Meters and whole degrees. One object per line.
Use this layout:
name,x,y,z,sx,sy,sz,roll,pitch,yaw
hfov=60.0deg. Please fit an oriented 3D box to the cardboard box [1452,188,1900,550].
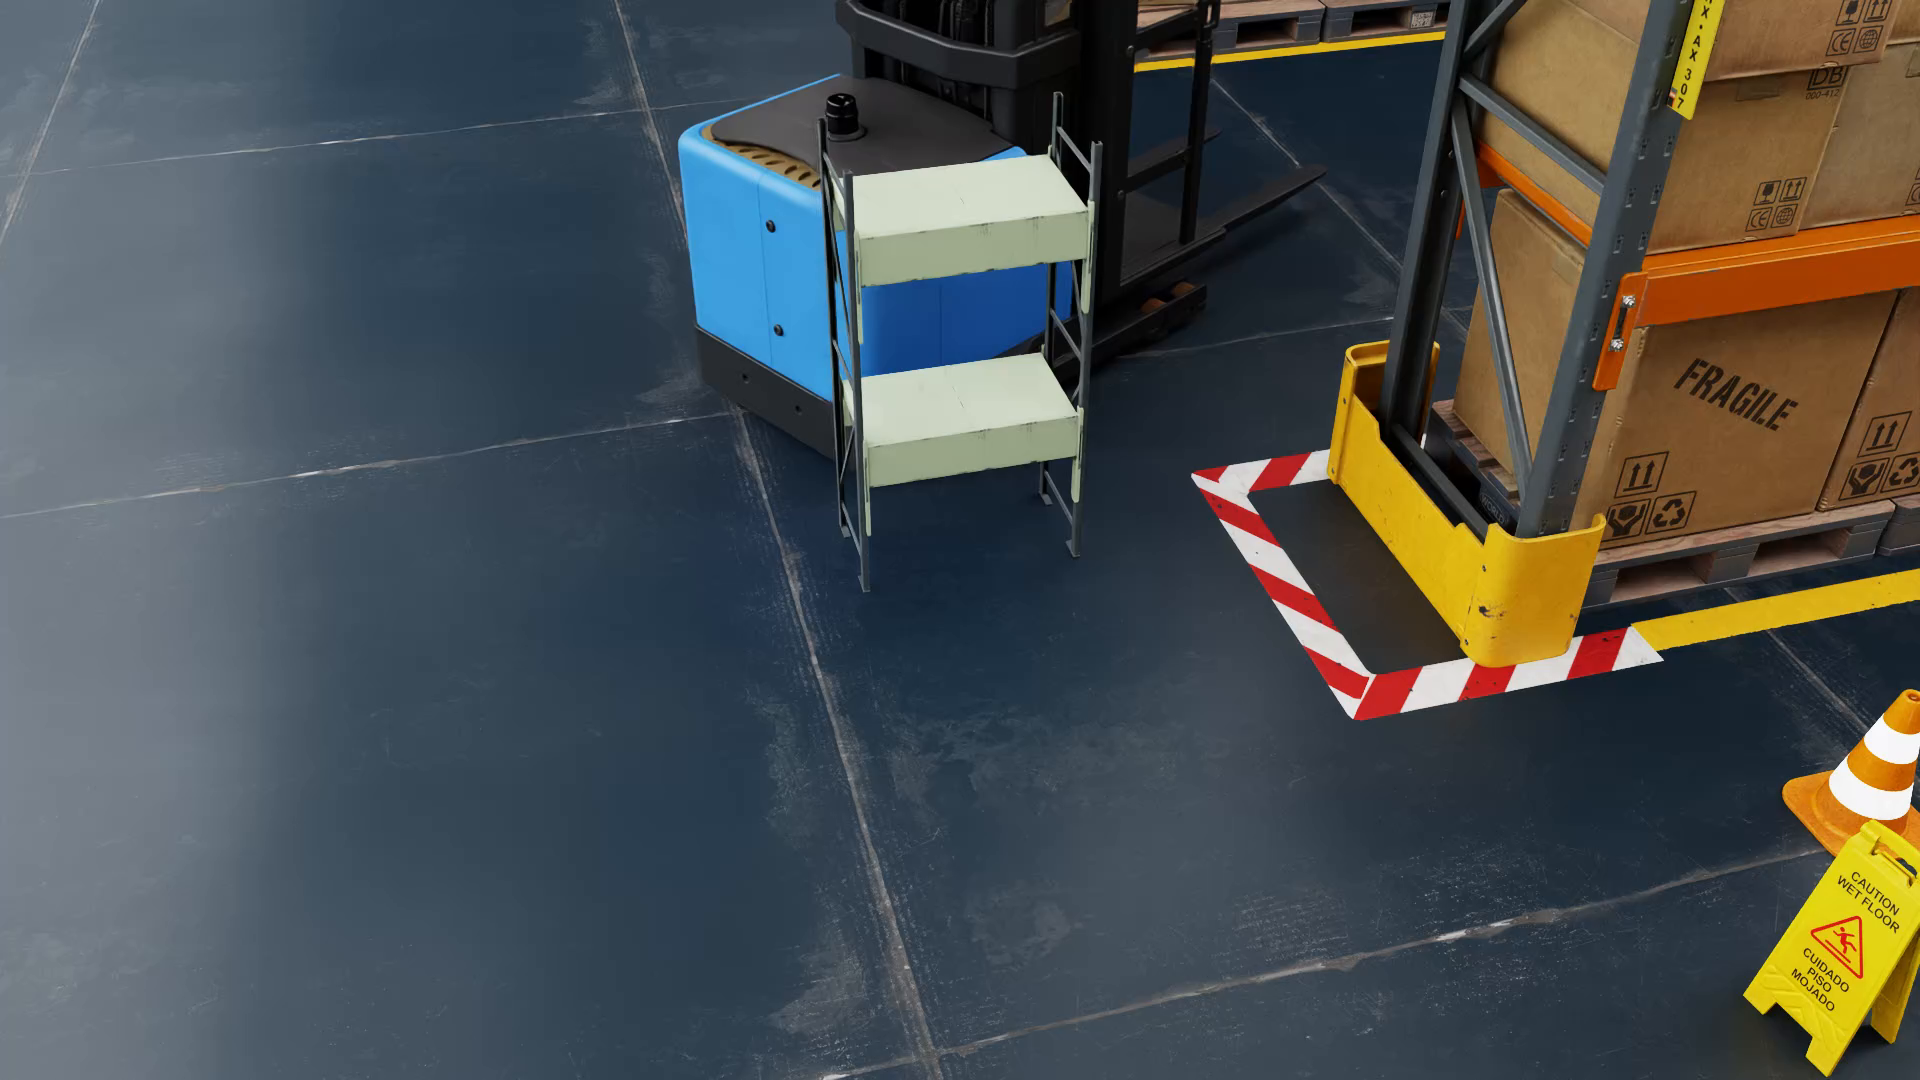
cardboard box,2.304,-0.623,5.498,0.875,0.875,0.875,-9,38,-12

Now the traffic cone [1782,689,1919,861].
traffic cone,2.549,0.603,4.581,0.334,0.463,0.336,-9,38,-12

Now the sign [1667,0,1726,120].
sign,1.805,-1.202,4.075,0.005,0.325,0.100,-9,38,-12

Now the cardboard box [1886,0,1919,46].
cardboard box,2.541,-1.819,4.647,0.550,0.550,0.875,-9,38,-12

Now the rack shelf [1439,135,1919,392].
rack shelf,3.597,-1.185,5.422,4.000,0.370,1.077,-9,38,-12

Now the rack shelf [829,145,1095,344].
rack shelf,-0.006,-0.905,5.056,0.720,0.370,0.431,-9,38,-12

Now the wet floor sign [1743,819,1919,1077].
wet floor sign,2.154,0.948,3.980,0.232,0.644,0.267,-16,40,-20

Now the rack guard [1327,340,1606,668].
rack guard,1.643,-0.157,5.544,0.348,0.500,1.175,-9,38,-12

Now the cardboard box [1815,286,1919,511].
cardboard box,3.152,-0.763,5.682,0.875,0.875,0.875,-10,39,-13

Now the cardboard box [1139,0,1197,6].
cardboard box,1.078,-3.342,9.362,0.500,0.500,0.500,-3,37,-3

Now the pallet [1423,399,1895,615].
pallet,2.418,-0.218,5.862,1.213,0.211,1.003,-9,38,-12

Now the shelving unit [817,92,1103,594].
shelving unit,-0.006,-0.595,5.293,0.755,1.500,0.431,-9,38,-12

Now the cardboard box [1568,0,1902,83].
cardboard box,2.034,-1.678,4.463,0.550,0.550,0.875,-9,38,-12

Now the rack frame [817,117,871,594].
rack frame,-0.360,-0.537,5.217,0.023,1.500,0.400,-9,38,-12

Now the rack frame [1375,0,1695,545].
rack frame,1.666,-1.154,4.789,0.127,3.000,1.000,-9,38,-12

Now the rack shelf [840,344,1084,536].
rack shelf,-0.006,-0.336,5.491,0.720,0.370,0.431,-9,38,-12

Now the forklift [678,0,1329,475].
forklift,0.382,-2.184,6.192,3.031,2.935,1.130,-31,47,-34

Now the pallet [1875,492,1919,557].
pallet,3.593,-0.410,6.112,1.213,0.211,1.003,-9,38,-12

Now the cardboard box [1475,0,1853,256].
cardboard box,2.012,-1.298,4.855,0.550,0.550,0.875,-9,38,-12

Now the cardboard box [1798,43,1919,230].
cardboard box,2.538,-1.398,4.986,0.550,0.550,0.875,-9,38,-12

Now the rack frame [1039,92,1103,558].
rack frame,0.347,-0.653,5.369,0.023,1.500,0.400,-9,38,-12
